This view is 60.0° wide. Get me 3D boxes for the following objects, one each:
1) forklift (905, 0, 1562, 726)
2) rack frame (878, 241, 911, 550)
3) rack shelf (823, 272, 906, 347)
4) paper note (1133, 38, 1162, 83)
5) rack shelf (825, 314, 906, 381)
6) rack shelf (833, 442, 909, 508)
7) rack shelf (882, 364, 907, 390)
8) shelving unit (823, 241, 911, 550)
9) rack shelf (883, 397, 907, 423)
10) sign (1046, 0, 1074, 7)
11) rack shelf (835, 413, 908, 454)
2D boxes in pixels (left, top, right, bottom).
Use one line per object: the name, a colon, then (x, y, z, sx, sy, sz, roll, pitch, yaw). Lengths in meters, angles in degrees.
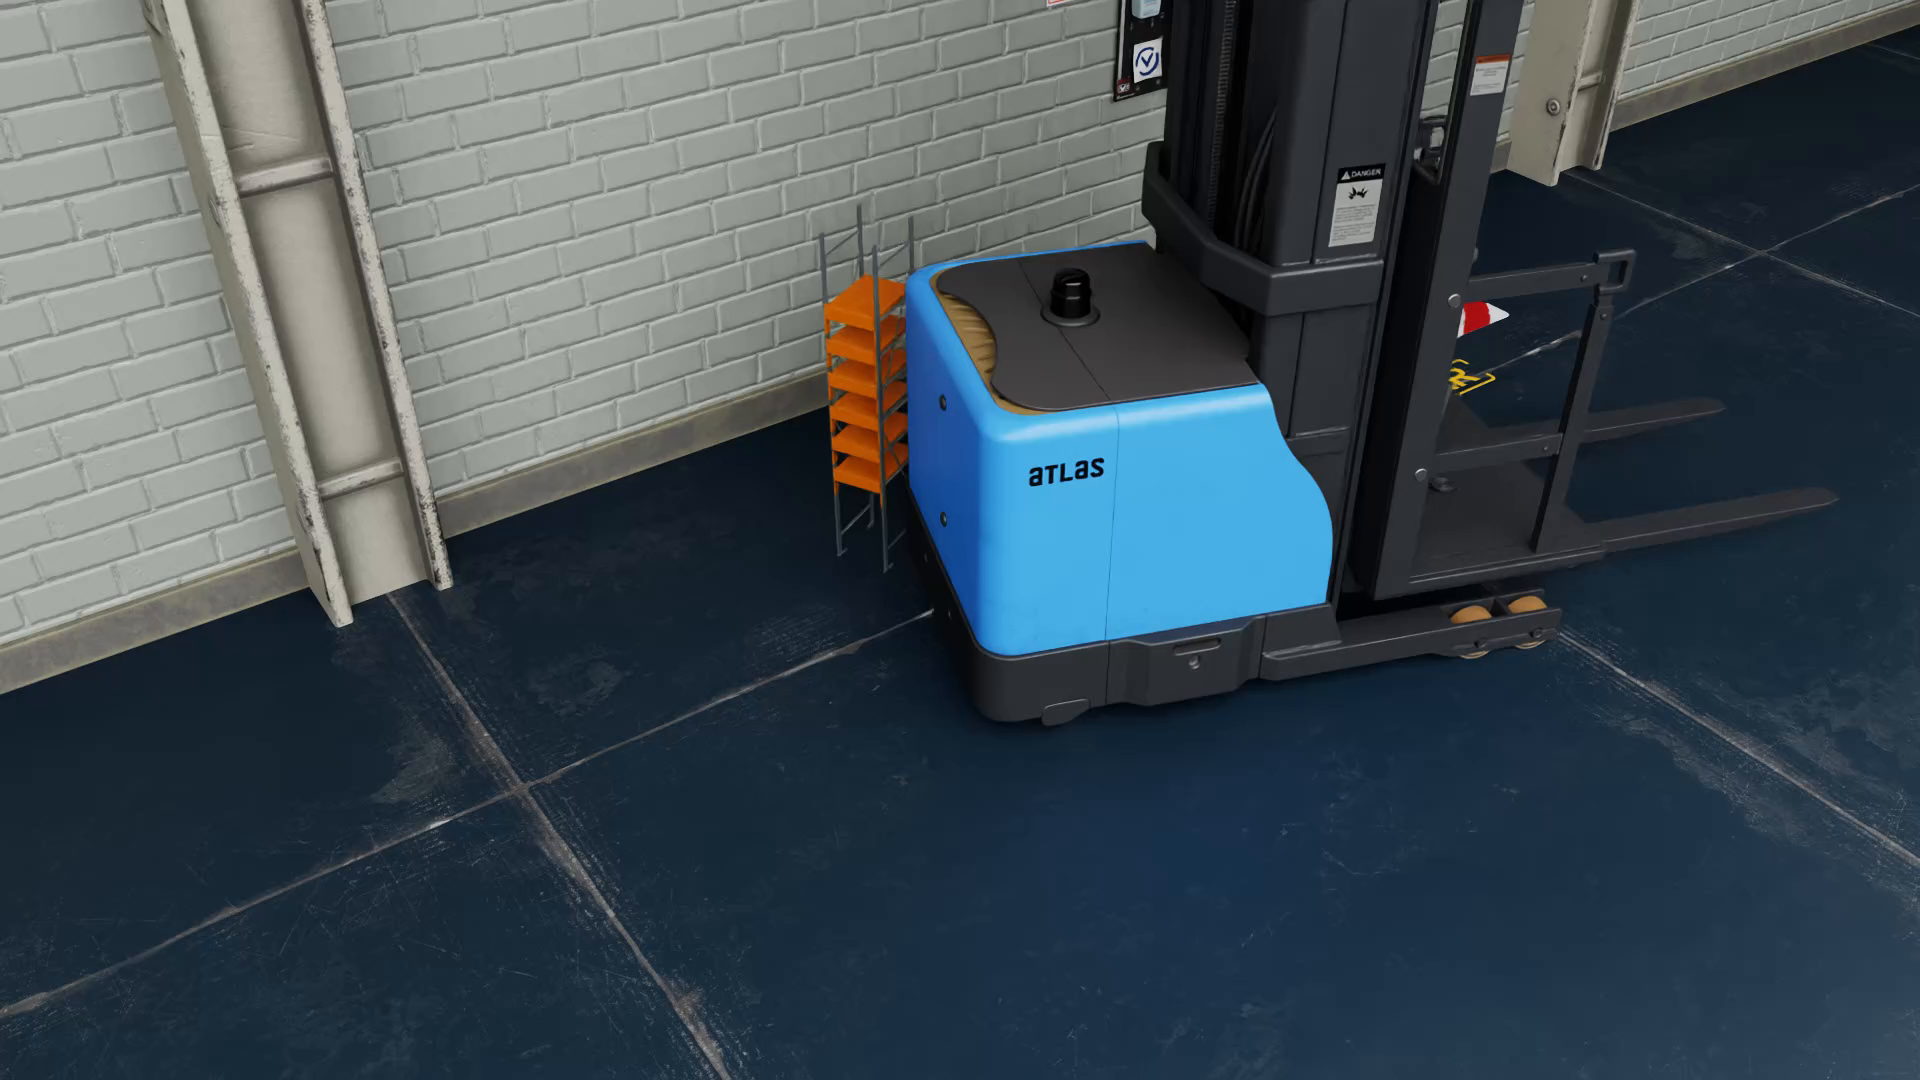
forklift: (1.394, -1.106, 4.778, 3.031, 2.935, 1.130, -9, 37, -12)
rack frame: (-0.199, -0.440, 5.332, 0.002, 1.046, 0.228, 17, 39, 22)
rack shelf: (-0.281, -0.721, 5.182, 0.180, 0.103, 0.258, 17, 39, 22)
paper note: (0.744, -1.895, 6.570, 0.142, 0.148, 0.016, -22, 41, -28)
rack shelf: (-0.281, -0.623, 5.253, 0.180, 0.103, 0.258, 17, 39, 22)
rack shelf: (-0.279, -0.235, 5.535, 0.180, 0.103, 0.258, 17, 39, 22)
rack shelf: (-0.280, -0.542, 5.312, 0.166, 0.020, 0.199, 17, 39, 22)
shelving unit: (-0.279, -0.465, 5.367, 0.183, 1.046, 0.258, 17, 39, 22)
rack shelf: (-0.280, -0.445, 5.382, 0.166, 0.020, 0.199, 17, 39, 22)
sign: (10.361, -2.162, 6.103, 16.451, 0.391, 11.513, -22, 41, -28)
rack shelf: (-0.279, -0.354, 5.448, 0.171, 0.034, 0.221, 17, 39, 22)
